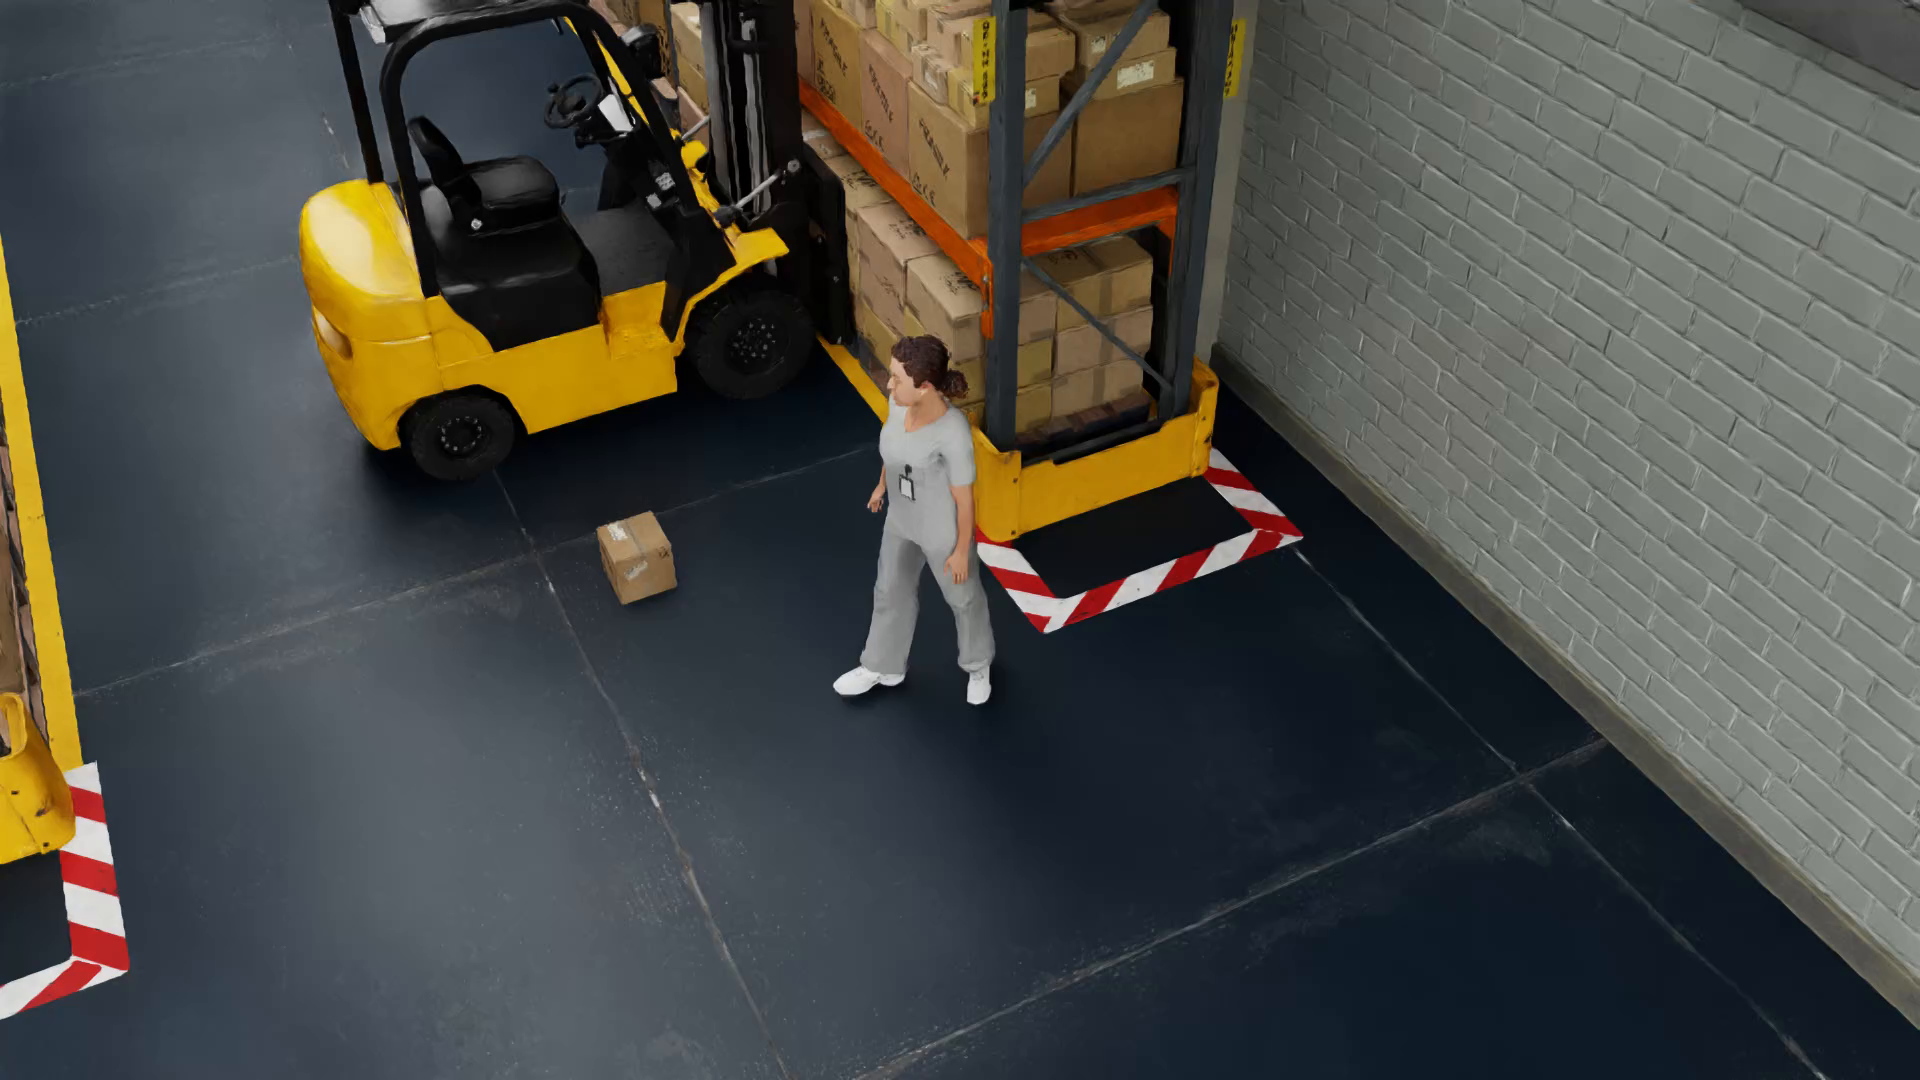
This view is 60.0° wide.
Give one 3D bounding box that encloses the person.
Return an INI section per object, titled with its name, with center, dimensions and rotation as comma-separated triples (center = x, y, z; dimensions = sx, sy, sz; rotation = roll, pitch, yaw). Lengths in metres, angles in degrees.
[person]
center = -0.167, -0.053, 6.202
dimensions = 0.619, 1.665, 0.576
rotation = -31, 50, -30
